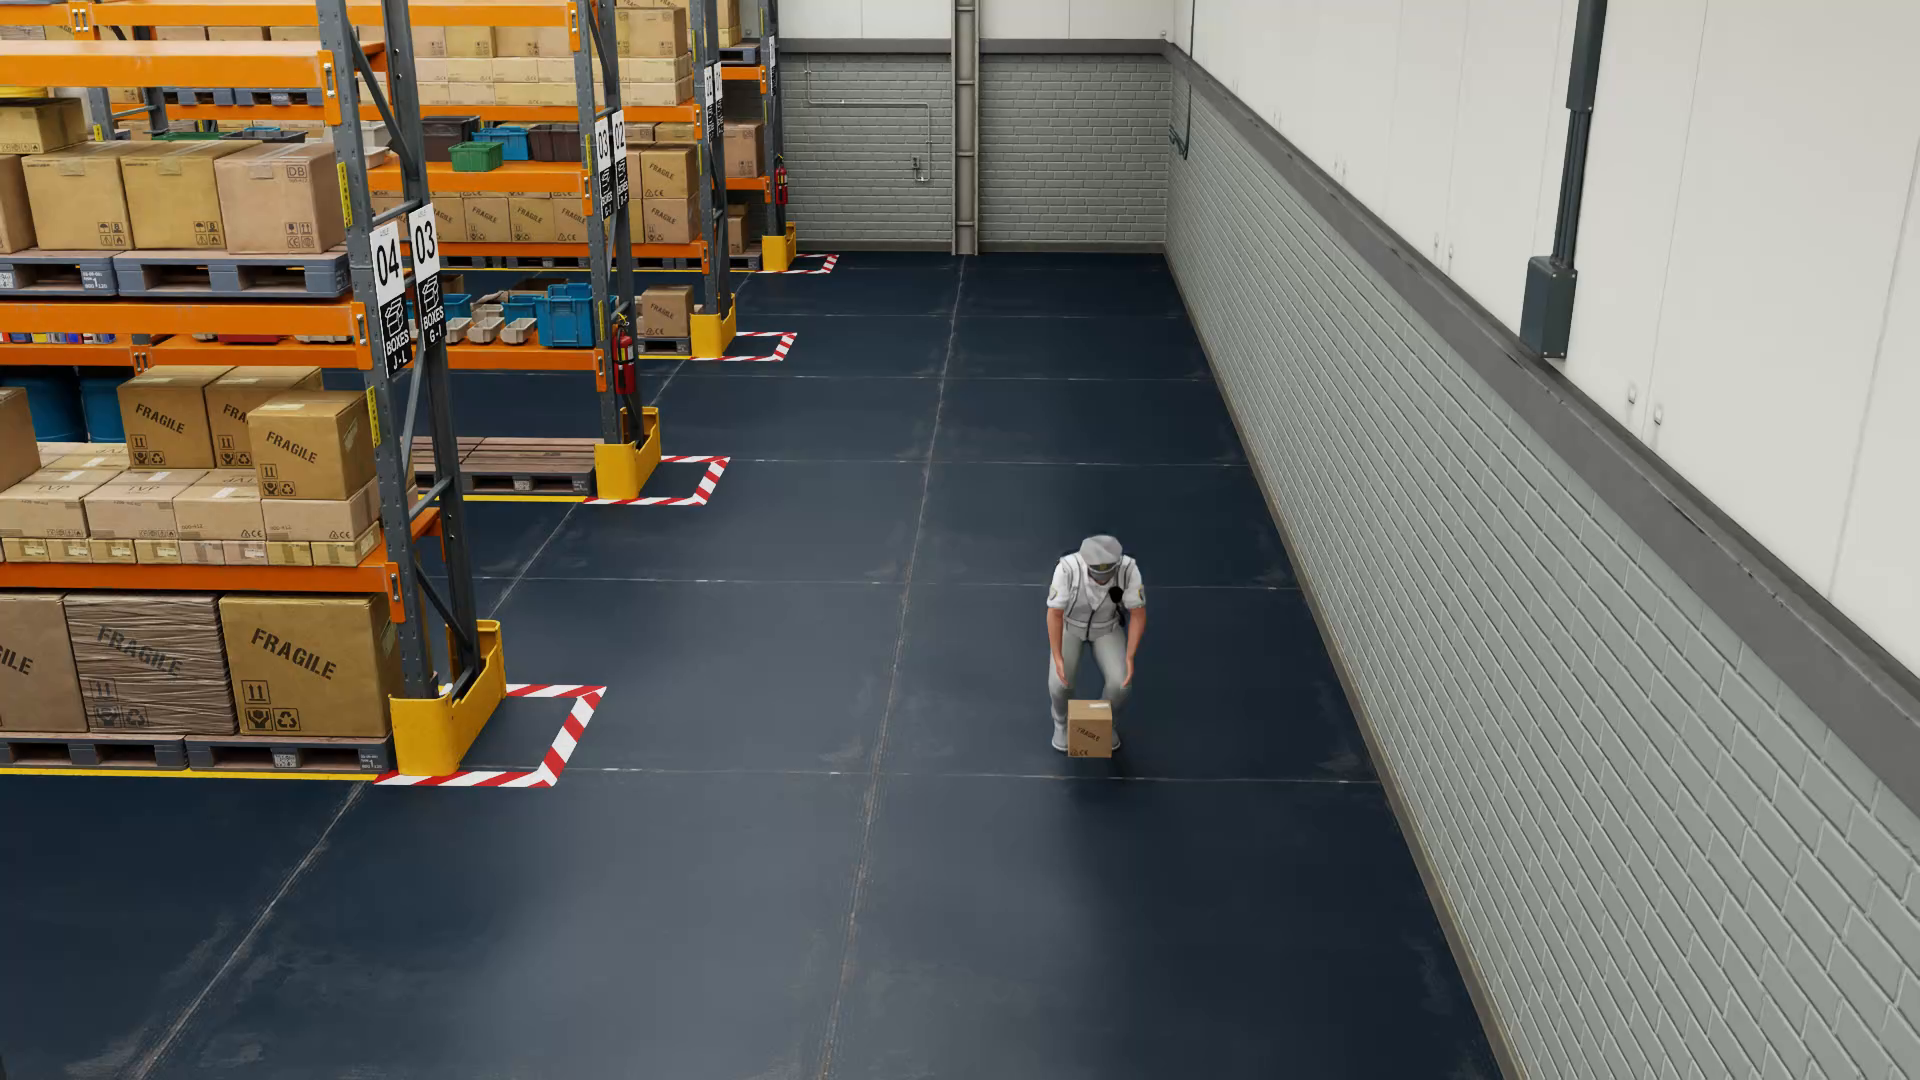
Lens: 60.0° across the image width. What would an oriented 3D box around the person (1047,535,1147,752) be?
[{"bbox_3d":[0.811,0.584,9.975,0.590,1.440,0.790,1,21,2],"label":"person"}]
